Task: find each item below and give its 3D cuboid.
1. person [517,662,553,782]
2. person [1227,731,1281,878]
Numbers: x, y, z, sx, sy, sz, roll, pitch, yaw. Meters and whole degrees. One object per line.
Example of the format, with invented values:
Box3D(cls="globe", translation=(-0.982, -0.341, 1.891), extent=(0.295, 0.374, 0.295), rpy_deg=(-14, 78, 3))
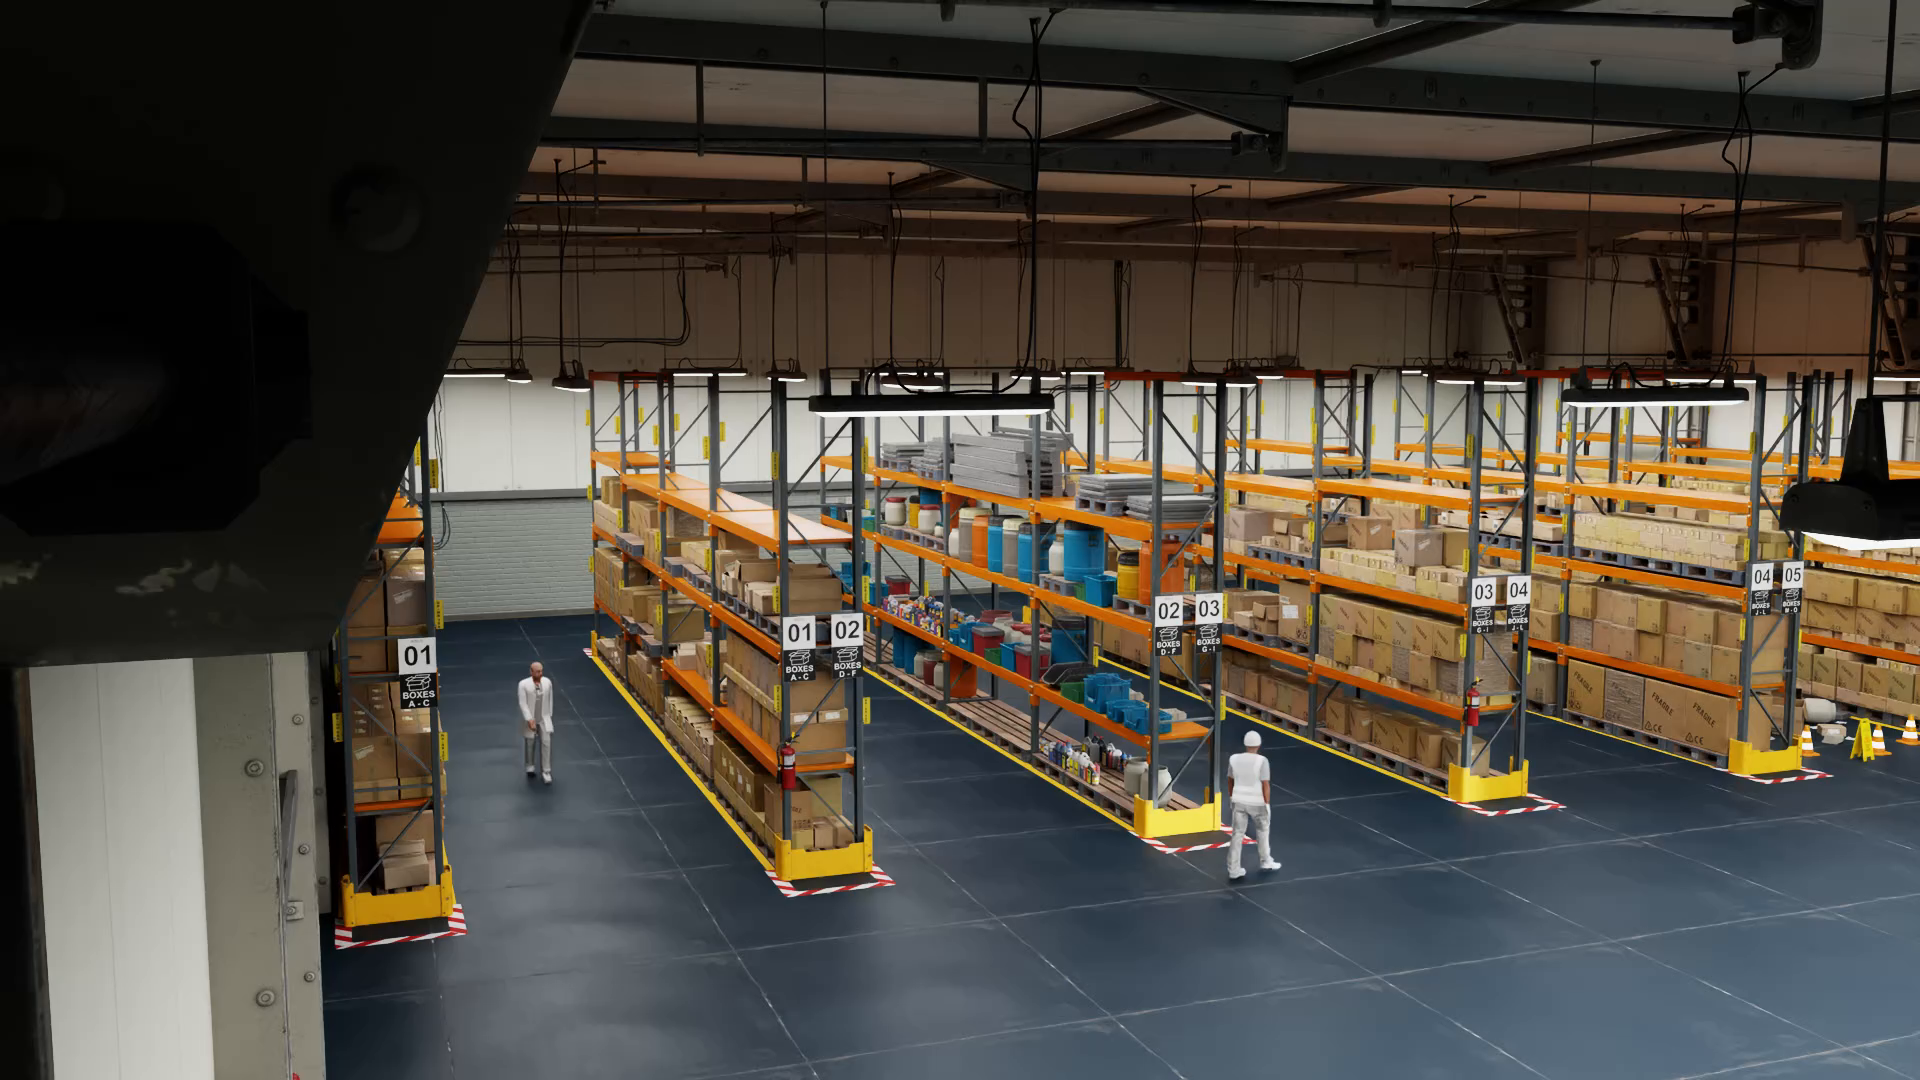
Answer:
Box3D(cls="person", translation=(-6.321, 2.686, 24.884), extent=(0.562, 1.730, 1.037), rpy_deg=(-4, 7, -29))
Box3D(cls="person", translation=(3.559, 3.193, 20.256), extent=(0.624, 1.752, 0.880), rpy_deg=(5, 8, 37))
